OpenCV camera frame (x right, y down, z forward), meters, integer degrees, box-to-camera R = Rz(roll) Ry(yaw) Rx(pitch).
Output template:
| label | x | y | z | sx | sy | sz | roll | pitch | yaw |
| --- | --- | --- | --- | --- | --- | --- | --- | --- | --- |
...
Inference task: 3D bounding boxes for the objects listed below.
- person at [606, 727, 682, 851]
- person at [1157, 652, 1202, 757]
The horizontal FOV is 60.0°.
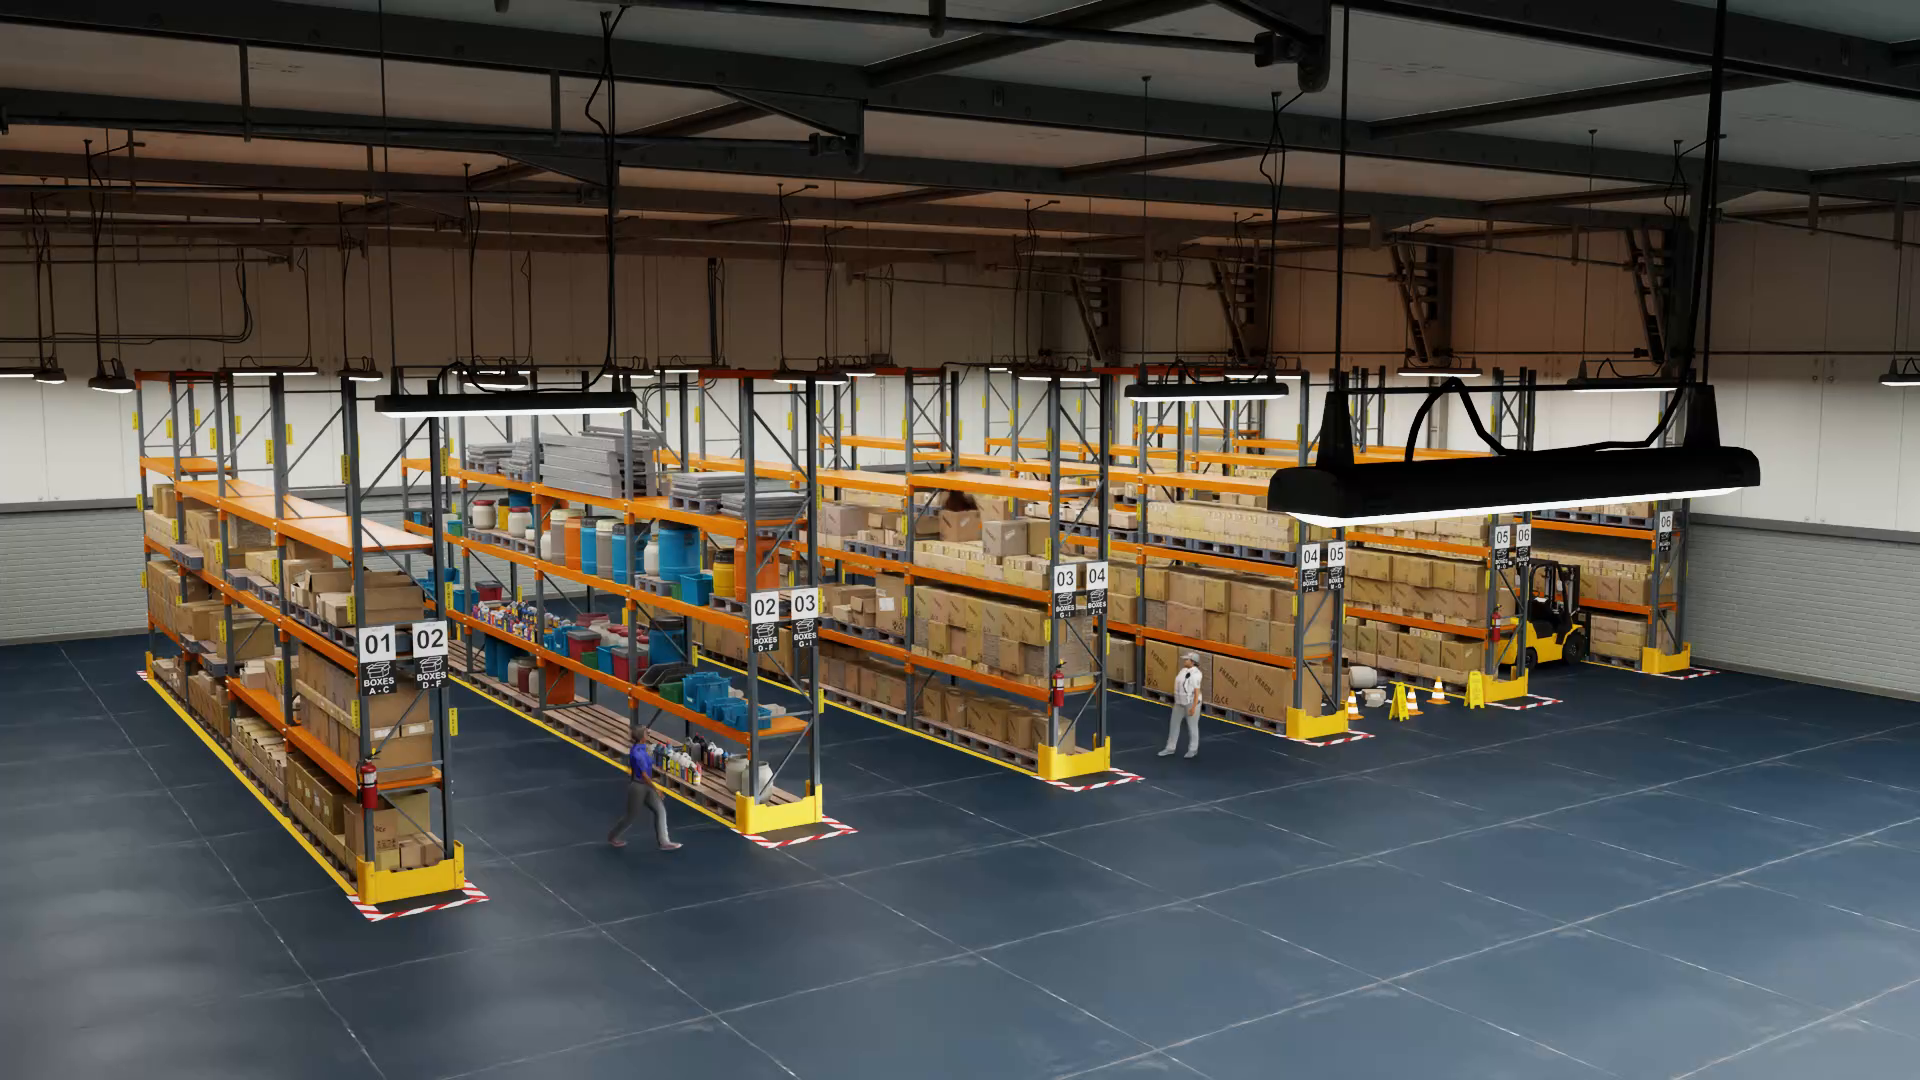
| label | x | y | z | sx | sy | sz | roll | pitch | yaw |
| --- | --- | --- | --- | --- | --- | --- | --- | --- | --- |
| person | -4.042 | 3.164 | 21.099 | 0.979 | 1.595 | 0.408 | 2 | 7 | 17 |
| person | 3.475 | 2.578 | 26.040 | 0.552 | 1.655 | 0.579 | -6 | 9 | -44 |
